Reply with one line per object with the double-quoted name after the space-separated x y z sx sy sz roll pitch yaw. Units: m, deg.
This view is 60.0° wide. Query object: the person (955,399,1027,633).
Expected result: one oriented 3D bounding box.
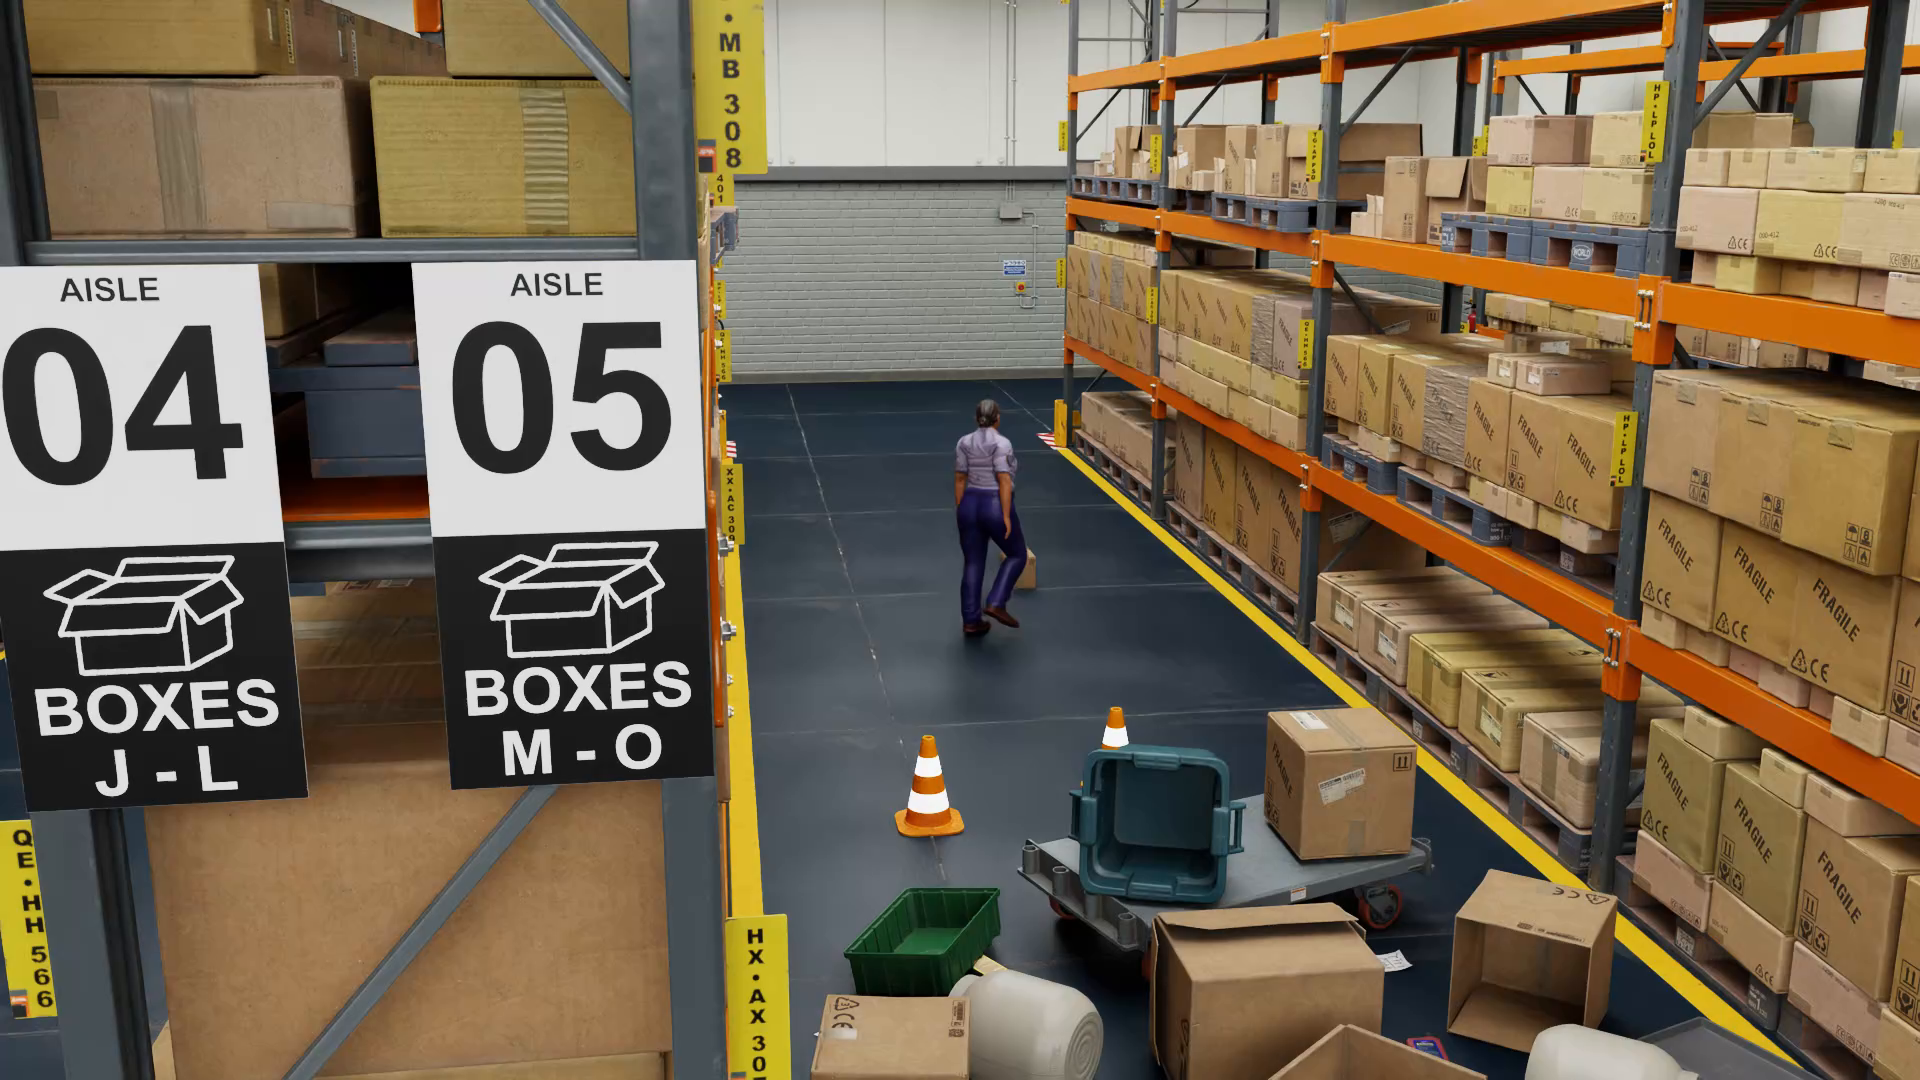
0.185 -0.158 11.681 0.526 1.612 0.478 8 15 29 "person"
